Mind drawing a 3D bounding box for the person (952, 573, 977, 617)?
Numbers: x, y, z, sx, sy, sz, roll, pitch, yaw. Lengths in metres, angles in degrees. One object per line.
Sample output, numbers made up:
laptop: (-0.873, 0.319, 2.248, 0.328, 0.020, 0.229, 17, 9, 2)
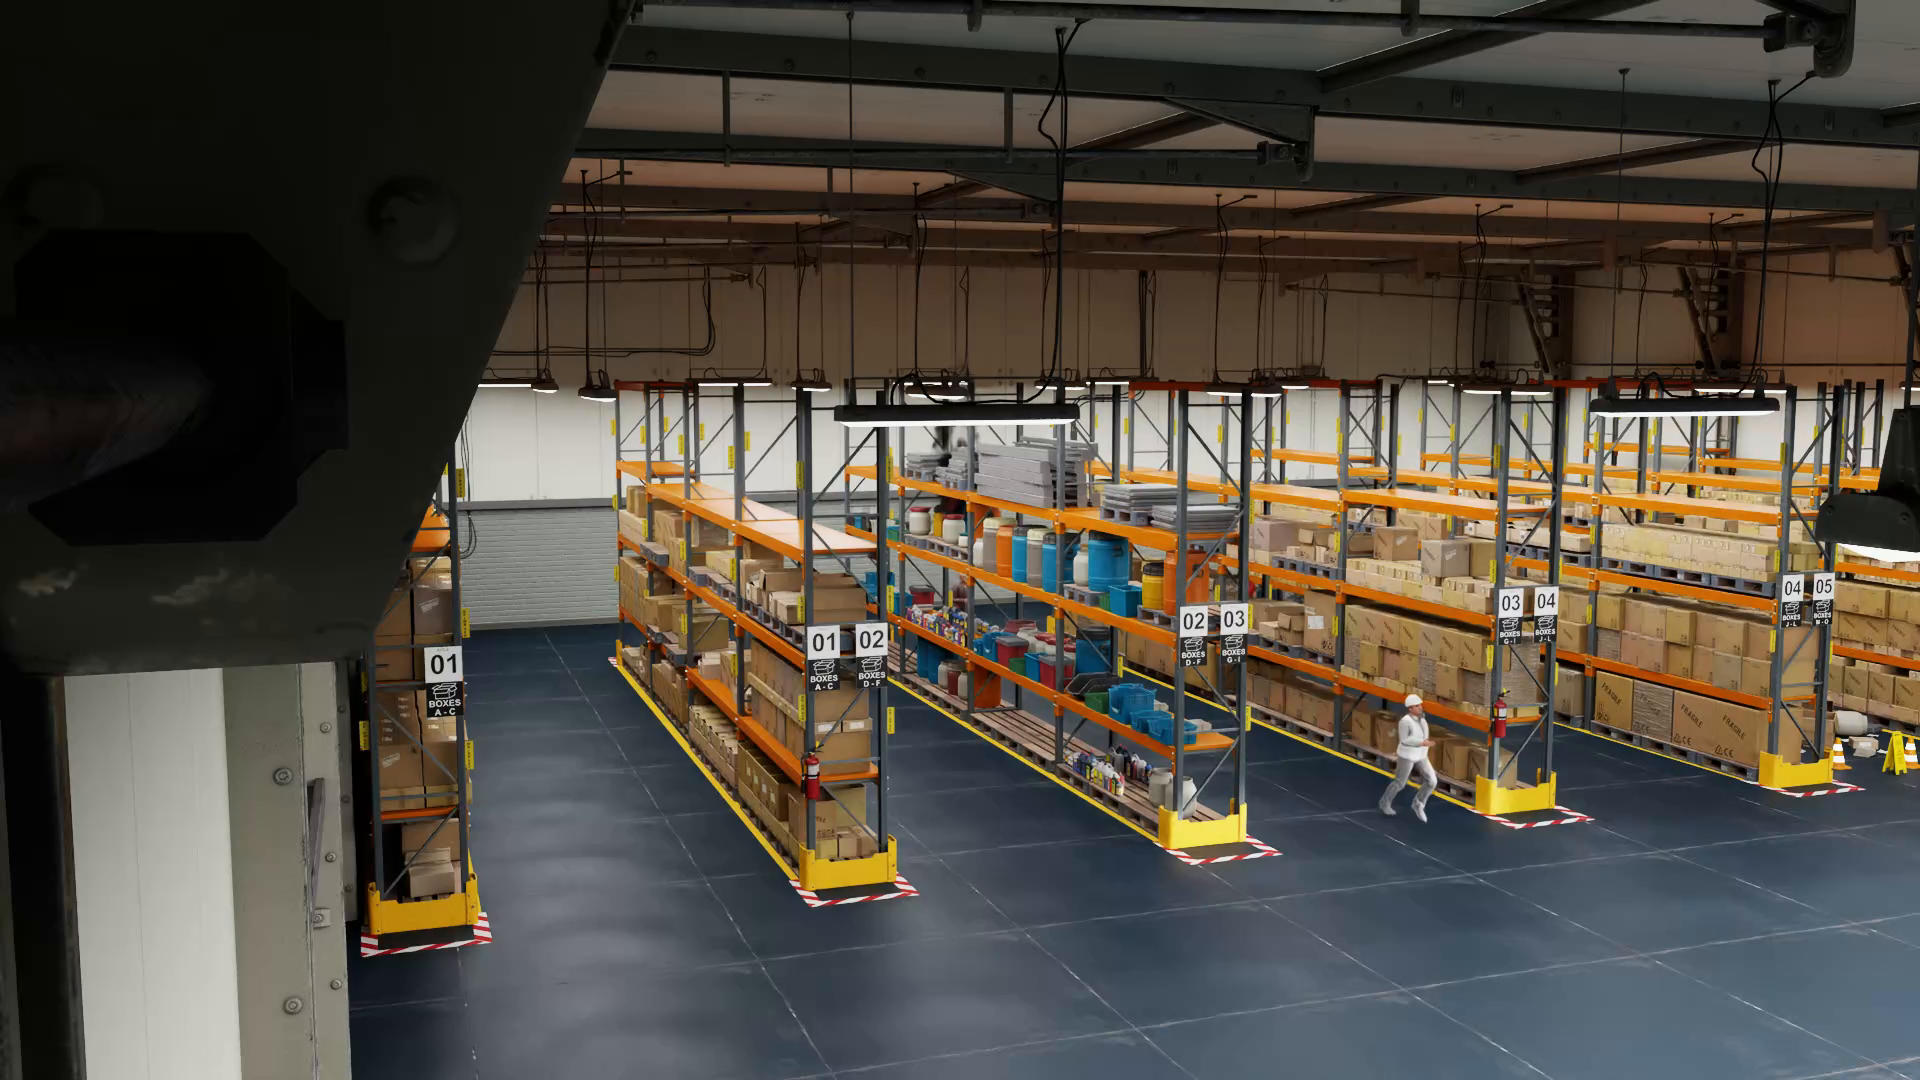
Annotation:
person: (0.057, 1.600, 36.529, 0.661, 1.839, 0.900, -3, 7, -27)

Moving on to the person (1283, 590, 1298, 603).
person: (8.305, 1.096, 41.828, 0.613, 1.679, 0.578, -2, 6, -18)

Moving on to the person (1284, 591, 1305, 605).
person: (8.343, 1.133, 41.034, 0.674, 1.789, 0.745, 5, 8, 38)

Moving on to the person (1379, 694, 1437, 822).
person: (6.279, 3.012, 23.082, 0.665, 1.785, 0.863, -4, 7, -34)

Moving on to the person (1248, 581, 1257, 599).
person: (6.375, 1.545, 37.409, 0.671, 1.728, 0.853, -1, 6, -10)
